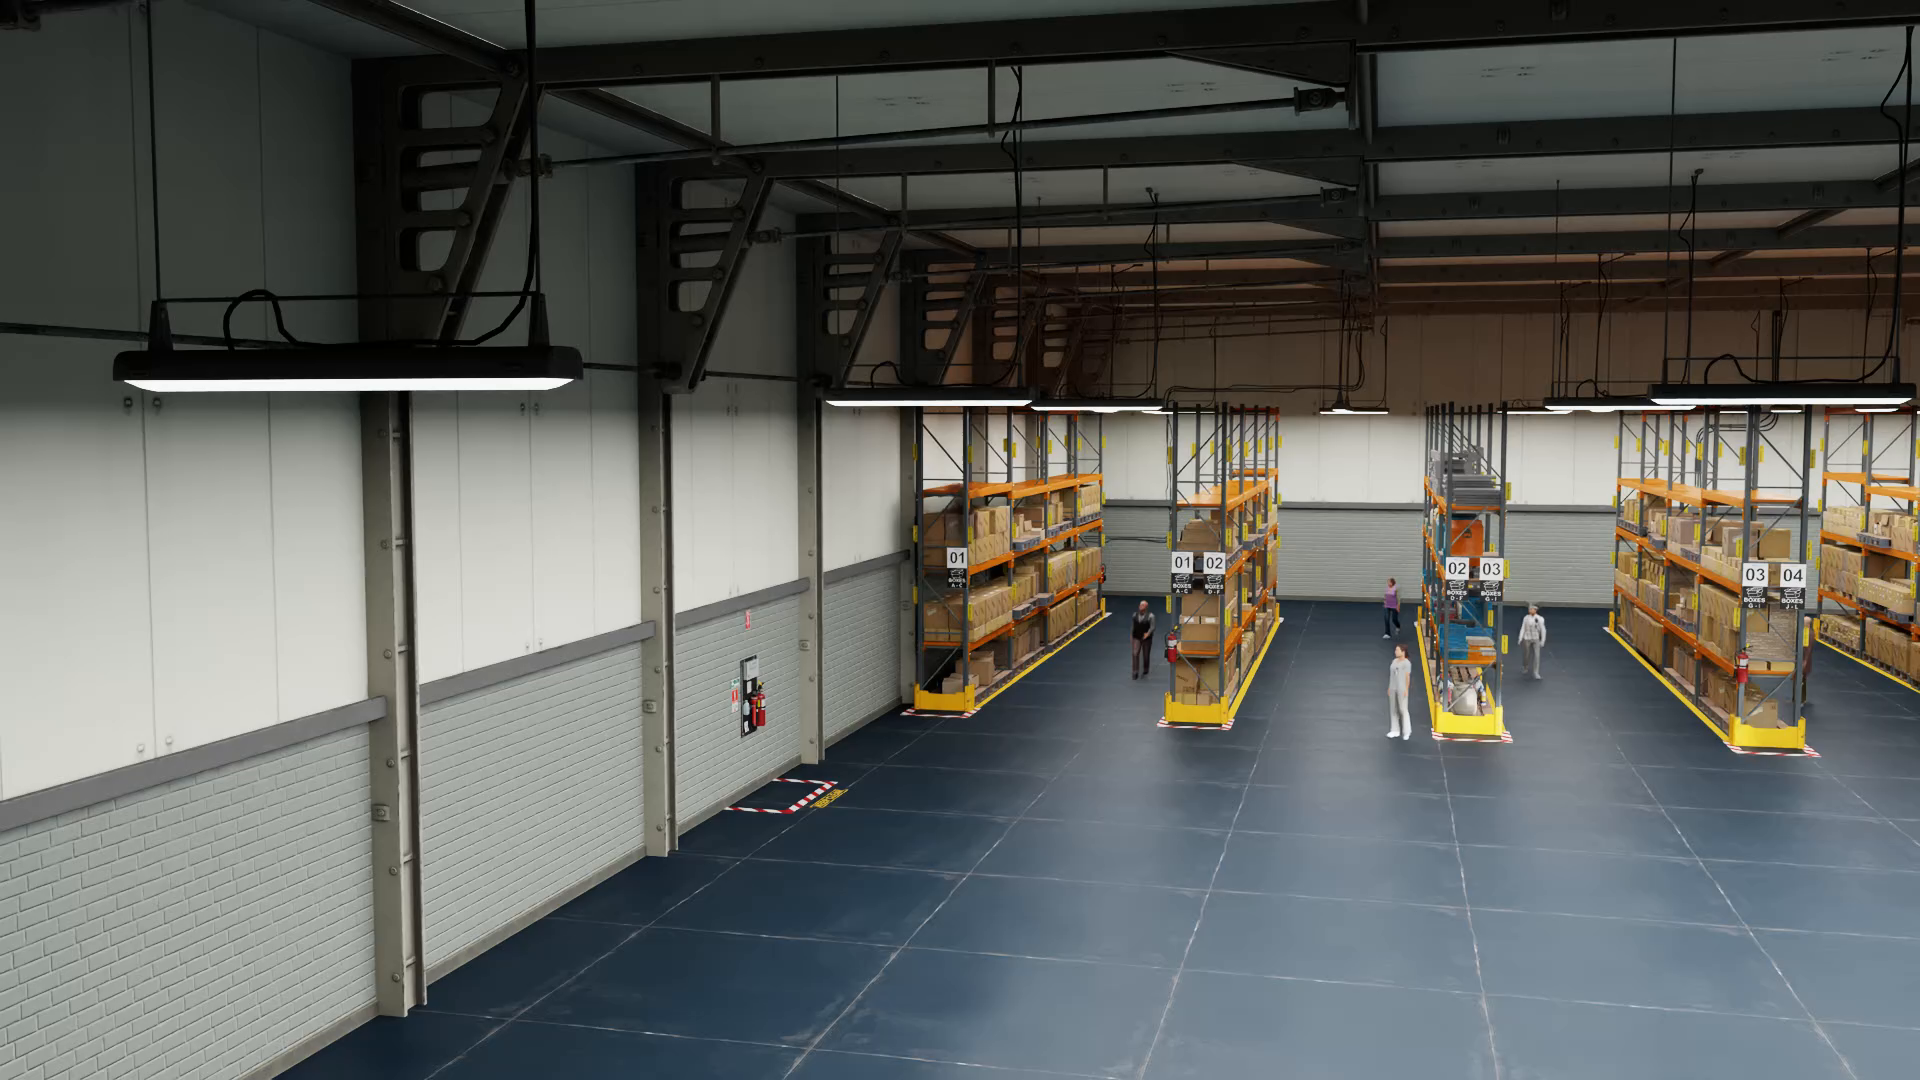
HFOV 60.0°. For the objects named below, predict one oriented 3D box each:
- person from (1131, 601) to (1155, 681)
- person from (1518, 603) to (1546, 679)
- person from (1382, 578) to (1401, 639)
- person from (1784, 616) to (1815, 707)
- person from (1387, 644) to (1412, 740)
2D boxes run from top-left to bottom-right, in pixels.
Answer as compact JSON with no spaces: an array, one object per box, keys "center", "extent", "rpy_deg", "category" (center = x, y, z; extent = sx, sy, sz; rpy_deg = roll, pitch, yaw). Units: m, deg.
[{"center":[4.006,2.204,36.530],"extent":[0.570,1.723,0.940],"rpy_deg":[1,4,15],"category":"person"},{"center":[12.576,2.191,36.582],"extent":[0.587,1.643,0.950],"rpy_deg":[1,4,9],"category":"person"},{"center":[11.182,1.751,43.039],"extent":[0.484,1.571,0.595],"rpy_deg":[3,5,32],"category":"person"},{"center":[16.639,2.404,32.961],"extent":[0.489,1.783,0.630],"rpy_deg":[2,4,20],"category":"person"},{"center":[7.854,2.716,29.756],"extent":[0.434,1.722,0.503],"rpy_deg":[-3,5,-39],"category":"person"}]
